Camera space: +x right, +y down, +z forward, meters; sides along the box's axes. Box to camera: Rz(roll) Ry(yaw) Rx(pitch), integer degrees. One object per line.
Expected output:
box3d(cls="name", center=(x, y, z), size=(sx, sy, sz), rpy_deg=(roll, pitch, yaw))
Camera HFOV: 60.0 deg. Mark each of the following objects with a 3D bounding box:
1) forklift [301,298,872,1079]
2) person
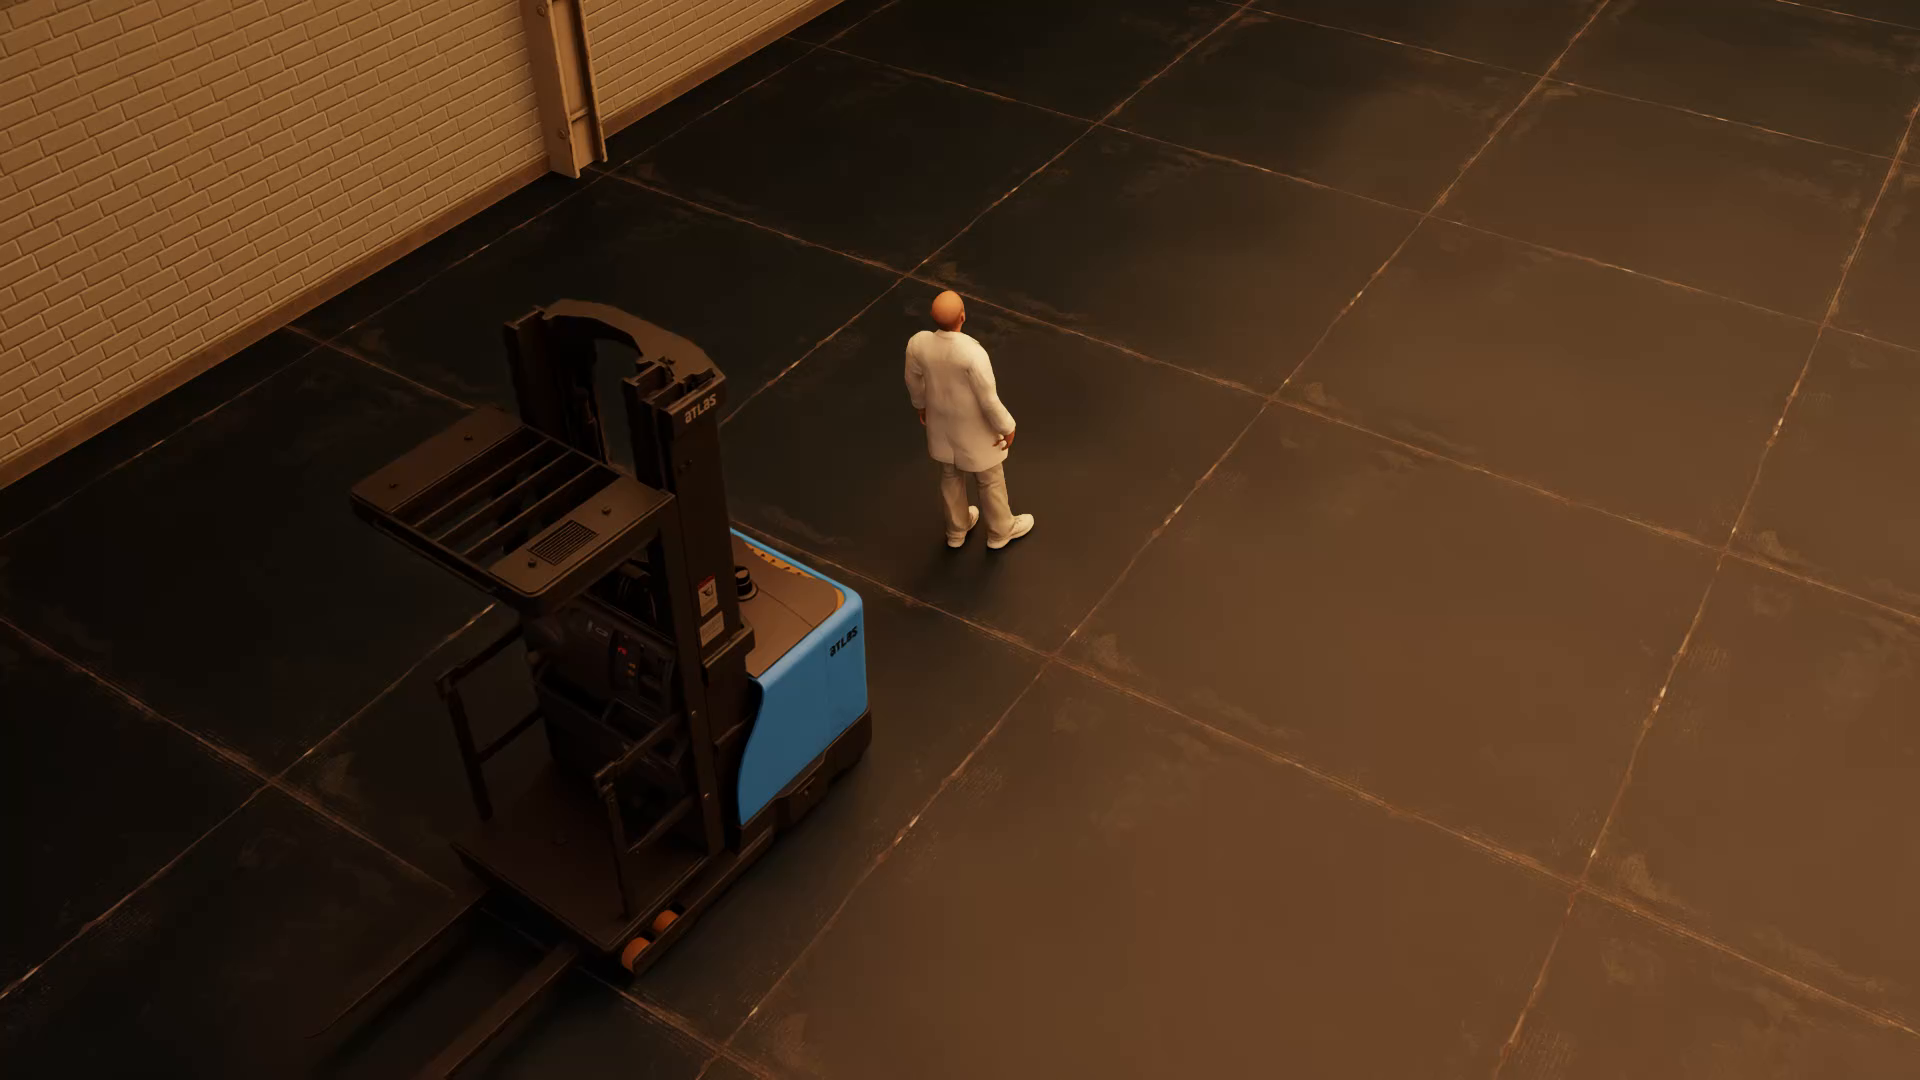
box3d(cls="forklift", center=(-1.745, 0.557, 7.309), size=(1.130, 2.935, 3.031), rpy_deg=(25, 46, 27))
box3d(cls="person", center=(0.052, -0.732, 9.712), size=(0.698, 1.777, 0.578), rpy_deg=(22, 45, 24))
